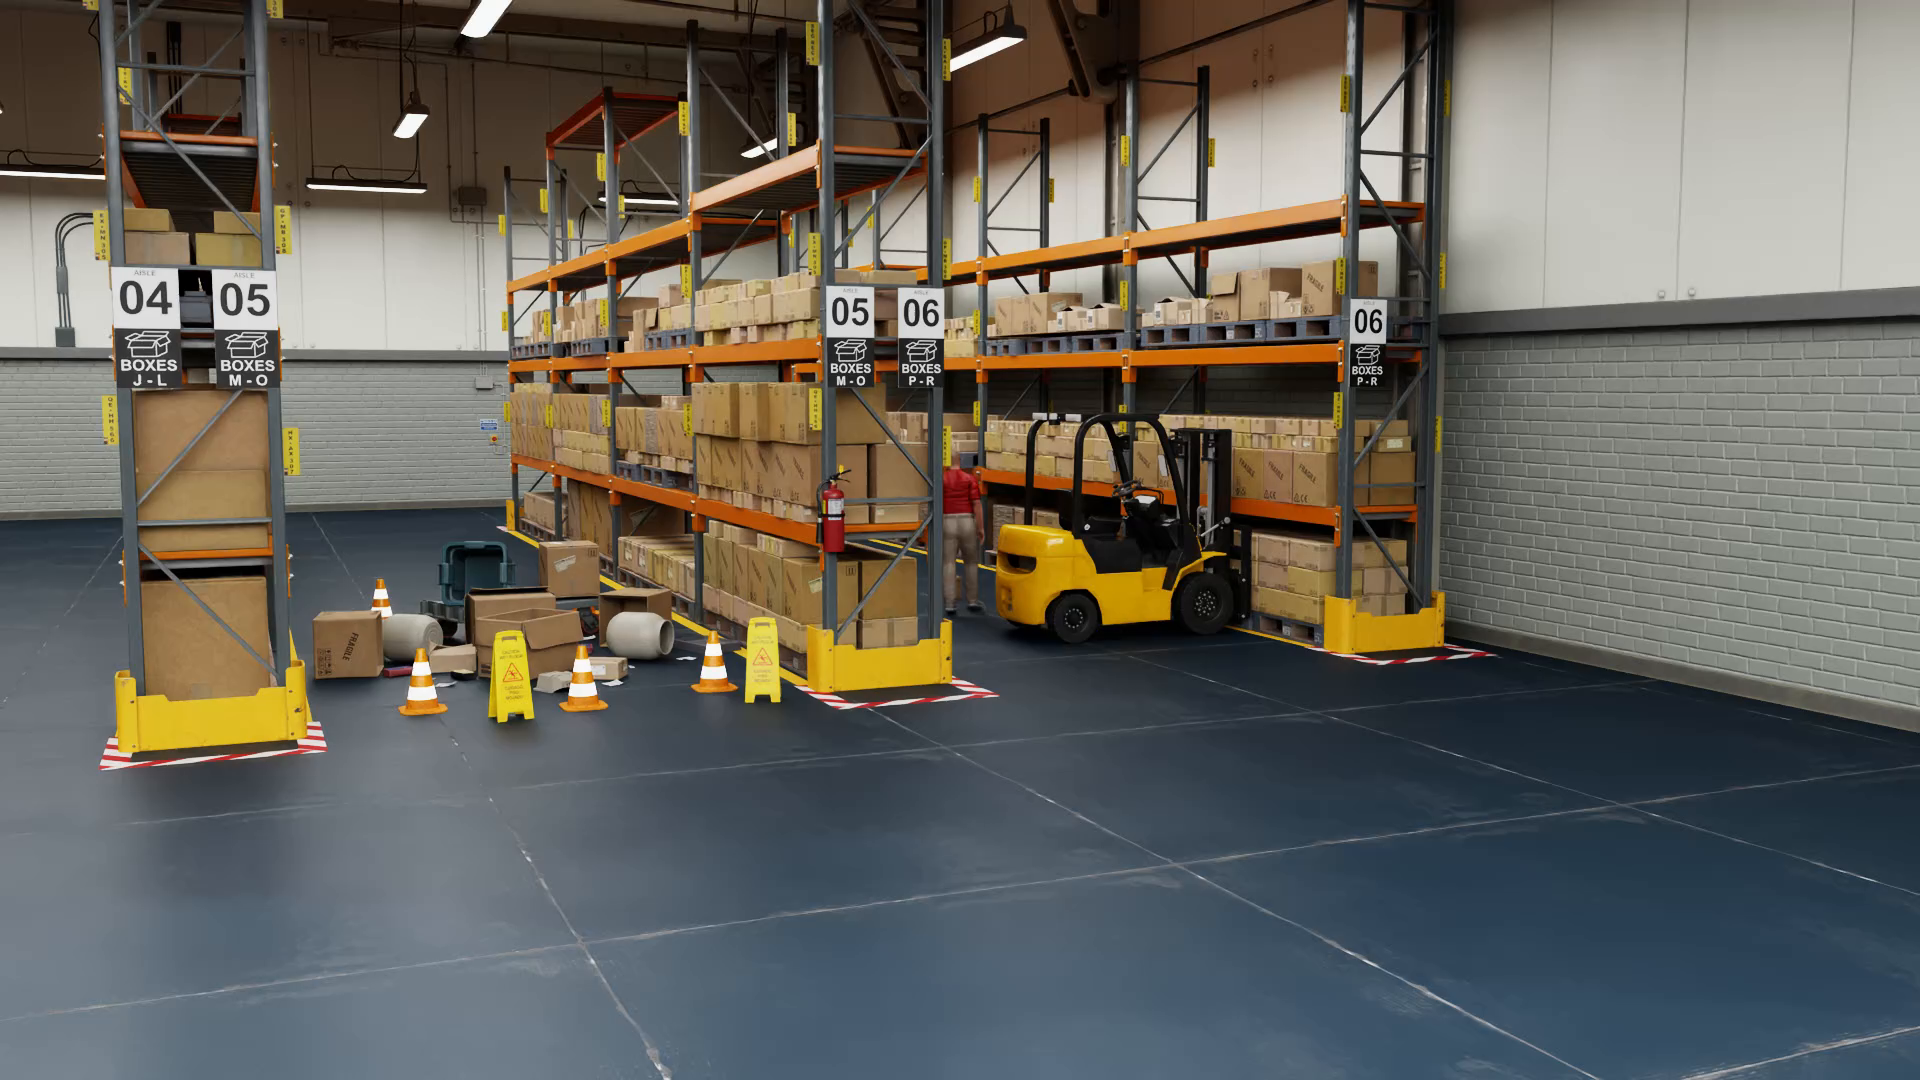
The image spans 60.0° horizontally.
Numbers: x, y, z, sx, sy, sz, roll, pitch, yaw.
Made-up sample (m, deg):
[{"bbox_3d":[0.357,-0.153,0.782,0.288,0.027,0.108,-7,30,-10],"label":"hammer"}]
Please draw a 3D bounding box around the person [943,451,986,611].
[{"bbox_3d":[-0.024,-0.087,17.866,0.639,1.735,0.722,0,5,-1],"label":"person"}]
